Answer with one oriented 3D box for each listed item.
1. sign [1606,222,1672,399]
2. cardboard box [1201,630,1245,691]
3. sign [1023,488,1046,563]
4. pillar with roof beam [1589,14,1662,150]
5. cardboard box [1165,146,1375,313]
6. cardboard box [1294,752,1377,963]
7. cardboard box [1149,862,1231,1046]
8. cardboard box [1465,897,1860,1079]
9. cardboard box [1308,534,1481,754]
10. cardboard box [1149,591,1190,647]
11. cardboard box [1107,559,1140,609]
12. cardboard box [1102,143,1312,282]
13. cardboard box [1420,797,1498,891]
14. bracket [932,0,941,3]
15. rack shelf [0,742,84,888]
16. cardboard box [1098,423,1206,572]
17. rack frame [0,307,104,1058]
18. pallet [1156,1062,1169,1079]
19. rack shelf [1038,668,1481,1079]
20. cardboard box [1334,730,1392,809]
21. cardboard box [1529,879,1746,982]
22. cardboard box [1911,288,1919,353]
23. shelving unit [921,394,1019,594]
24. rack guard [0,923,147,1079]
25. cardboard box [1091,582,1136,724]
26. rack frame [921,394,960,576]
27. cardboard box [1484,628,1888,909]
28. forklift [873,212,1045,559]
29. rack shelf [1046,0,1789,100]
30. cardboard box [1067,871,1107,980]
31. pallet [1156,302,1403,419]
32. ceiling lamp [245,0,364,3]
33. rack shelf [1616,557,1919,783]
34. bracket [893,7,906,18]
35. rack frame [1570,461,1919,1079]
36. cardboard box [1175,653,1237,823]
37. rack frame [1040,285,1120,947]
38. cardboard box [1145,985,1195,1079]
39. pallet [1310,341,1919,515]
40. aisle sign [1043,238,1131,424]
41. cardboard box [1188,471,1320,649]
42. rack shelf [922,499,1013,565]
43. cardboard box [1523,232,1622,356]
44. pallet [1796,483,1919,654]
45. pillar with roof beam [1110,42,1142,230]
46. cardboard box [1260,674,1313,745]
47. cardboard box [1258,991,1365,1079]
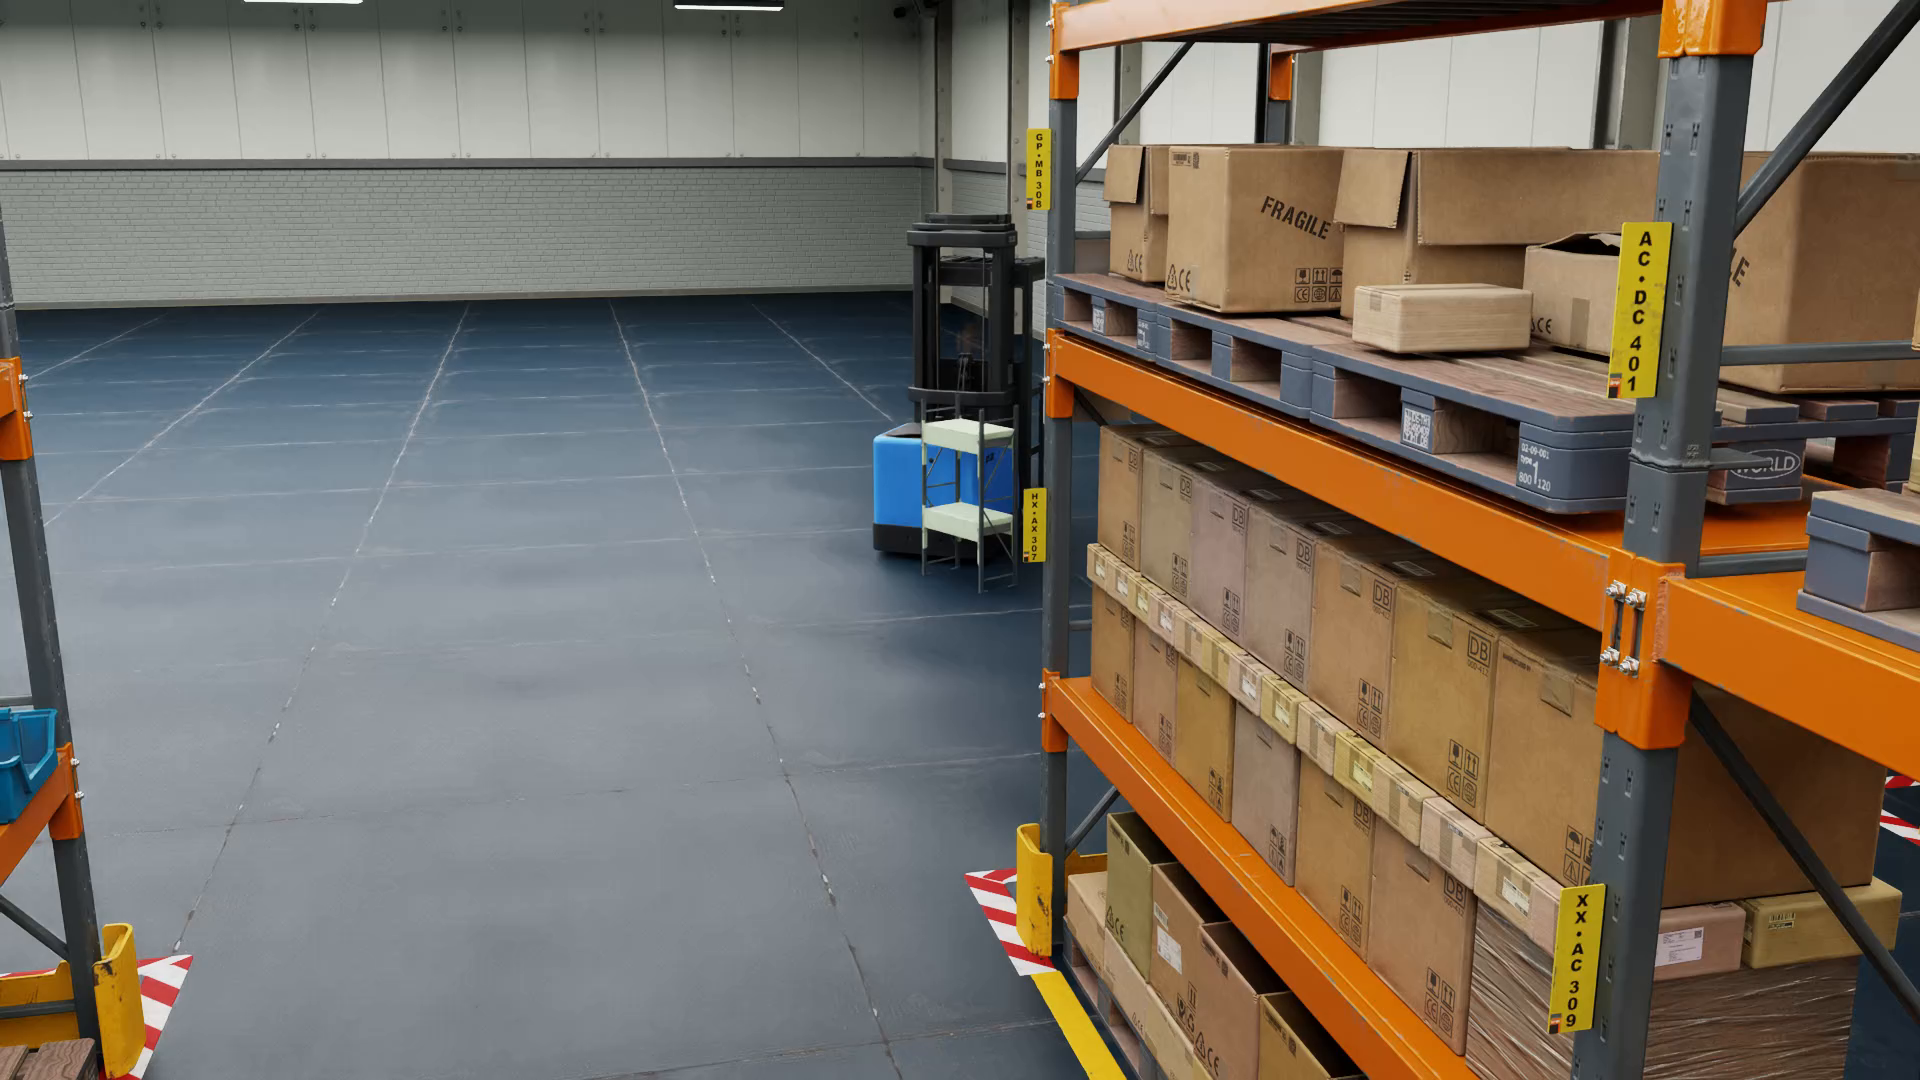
[{"bbox_3d":[1.265,-0.426,3.099,0.100,0.325,0.005,-3,14,-13],"label":"sign"},{"bbox_3d":[1.052,0.402,5.706,0.380,0.149,0.250,-3,14,-14],"label":"cardboard box"},{"bbox_3d":[0.324,-0.063,7.197,0.100,0.325,0.005,-3,14,-13],"label":"sign"},{"bbox_3d":[1.090,-3.856,12.072,9.100,9.000,0.400,-3,14,-13],"label":"pillar with roof beam"},{"bbox_3d":[0.989,-1.013,5.366,0.500,0.500,0.500,-3,14,-13],"label":"cardboard box"},{"bbox_3d":[1.450,0.901,5.030,0.700,0.500,0.500,-3,14,-12],"label":"cardboard box"},{"bbox_3d":[1.024,1.500,6.120,0.500,0.500,0.500,-3,14,-13],"label":"cardboard box"},{"bbox_3d":[1.694,1.138,4.059,0.700,0.500,0.500,-4,14,-15],"label":"cardboard box"},{"bbox_3d":[1.457,0.276,4.855,0.700,0.500,0.500,-3,14,-13],"label":"cardboard box"},{"bbox_3d":[0.926,0.282,6.199,0.380,0.149,0.250,-4,14,-14],"label":"cardboard box"},{"bbox_3d":[0.812,0.166,6.673,0.380,0.149,0.250,-4,14,-15],"label":"cardboard box"},{"bbox_3d":[0.996,-1.280,6.452,0.797,0.503,0.637,-2,14,-9],"label":"cardboard box"},{"bbox_3d":[1.412,0.757,4.253,0.380,0.149,0.250,-4,14,-15],"label":"cardboard box"},{"bbox_3d":[-0.004,-10.671,32.383,0.076,0.066,4.783,-3,14,-13],"label":"bracket"},{"bbox_3d":[-3.481,1.452,4.501,1.077,0.370,4.000,-3,14,-13],"label":"rack shelf"},{"bbox_3d":[0.974,-0.192,6.771,0.700,0.500,0.500,-3,14,-13],"label":"cardboard box"},{"bbox_3d":[-3.951,0.642,6.304,1.000,3.000,0.127,-3,14,-13],"label":"rack frame"},{"bbox_3d":[1.368,2.176,5.899,1.003,0.211,1.213,-3,14,-13],"label":"pallet"},{"bbox_3d":[1.334,1.177,5.627,1.077,0.370,4.000,-3,14,-13],"label":"rack shelf"},{"bbox_3d":[1.295,0.640,4.734,0.380,0.149,0.250,-3,14,-13],"label":"cardboard box"},{"bbox_3d":[1.532,0.875,3.772,0.380,0.149,0.250,-3,14,-13],"label":"cardboard box"},{"bbox_3d":[1.911,-0.519,2.585,0.500,0.500,0.500,-3,14,-13],"label":"cardboard box"},{"bbox_3d":[0.076,-0.392,13.693,0.431,1.500,0.755,-11,18,-39],"label":"shelving unit"},{"bbox_3d":[-3.887,1.871,6.539,1.175,0.500,0.348,-3,14,-13],"label":"rack guard"},{"bbox_3d":[0.962,0.426,6.975,0.700,0.500,0.500,-3,14,-13],"label":"cardboard box"},{"bbox_3d":[-0.159,-0.458,13.965,0.400,1.500,0.023,-11,18,-39],"label":"rack frame"},{"bbox_3d":[1.694,0.508,3.905,0.700,0.500,0.500,-3,14,-13],"label":"cardboard box"},{"bbox_3d":[0.214,-1.564,15.474,1.130,2.935,3.031,5,15,19],"label":"forklift"},{"bbox_3d":[1.334,-1.543,4.963,1.077,0.370,4.000,-3,14,-13],"label":"rack shelf"},{"bbox_3d":[0.774,1.634,7.150,0.500,0.250,0.500,-3,14,-13],"label":"cardboard box"},{"bbox_3d":[1.296,-0.601,5.257,1.003,0.211,1.213,-3,14,-13],"label":"pallet"},{"bbox_3d":[-11.410,-10.891,28.568,2.000,3.185,0.800,-3,14,-13],"label":"ceiling lamp"},{"bbox_3d":[2.274,0.643,1.494,1.077,0.370,4.000,-3,14,-13],"label":"rack shelf"},{"bbox_3d":[-1.361,-12.004,37.838,0.235,0.232,0.430,-3,14,-13],"label":"bracket"},{"bbox_3d":[1.804,1.289,3.653,1.000,3.000,0.127,-3,14,-13],"label":"rack frame"},{"bbox_3d":[1.201,0.662,6.010,0.700,0.500,0.500,-3,14,-13],"label":"cardboard box"},{"bbox_3d":[0.865,0.366,7.430,1.000,3.000,0.127,-3,14,-13],"label":"rack frame"},{"bbox_3d":[1.012,1.865,6.206,0.500,0.250,0.500,-3,14,-13],"label":"cardboard box"},{"bbox_3d":[1.579,-0.320,4.107,1.003,0.211,1.213,-3,14,-13],"label":"pallet"},{"bbox_3d":[0.551,-0.895,7.114,0.394,0.787,0.004,-3,14,-13],"label":"aisle sign"},{"bbox_3d":[1.222,0.045,5.800,0.700,0.500,0.500,-3,14,-13],"label":"cardboard box"},{"bbox_3d":[0.076,-0.075,13.770,0.431,0.370,0.720,-11,18,-39],"label":"rack shelf"},{"bbox_3d":[1.815,-0.652,4.287,0.500,0.311,0.500,-4,14,-16],"label":"cardboard box"},{"bbox_3d":[2.024,0.128,2.490,0.805,0.209,1.217,-4,14,-15],"label":"pallet"},{"bbox_3d":[-1.728,-6.624,23.403,9.100,9.000,0.400,-3,14,-13],"label":"pillar with roof beam"},{"bbox_3d":[1.170,0.520,5.222,0.380,0.149,0.250,-3,14,-11],"label":"cardboard box"},{"bbox_3d":[1.255,1.731,5.175,0.500,0.500,0.500,-3,14,-13],"label":"cardboard box"}]
